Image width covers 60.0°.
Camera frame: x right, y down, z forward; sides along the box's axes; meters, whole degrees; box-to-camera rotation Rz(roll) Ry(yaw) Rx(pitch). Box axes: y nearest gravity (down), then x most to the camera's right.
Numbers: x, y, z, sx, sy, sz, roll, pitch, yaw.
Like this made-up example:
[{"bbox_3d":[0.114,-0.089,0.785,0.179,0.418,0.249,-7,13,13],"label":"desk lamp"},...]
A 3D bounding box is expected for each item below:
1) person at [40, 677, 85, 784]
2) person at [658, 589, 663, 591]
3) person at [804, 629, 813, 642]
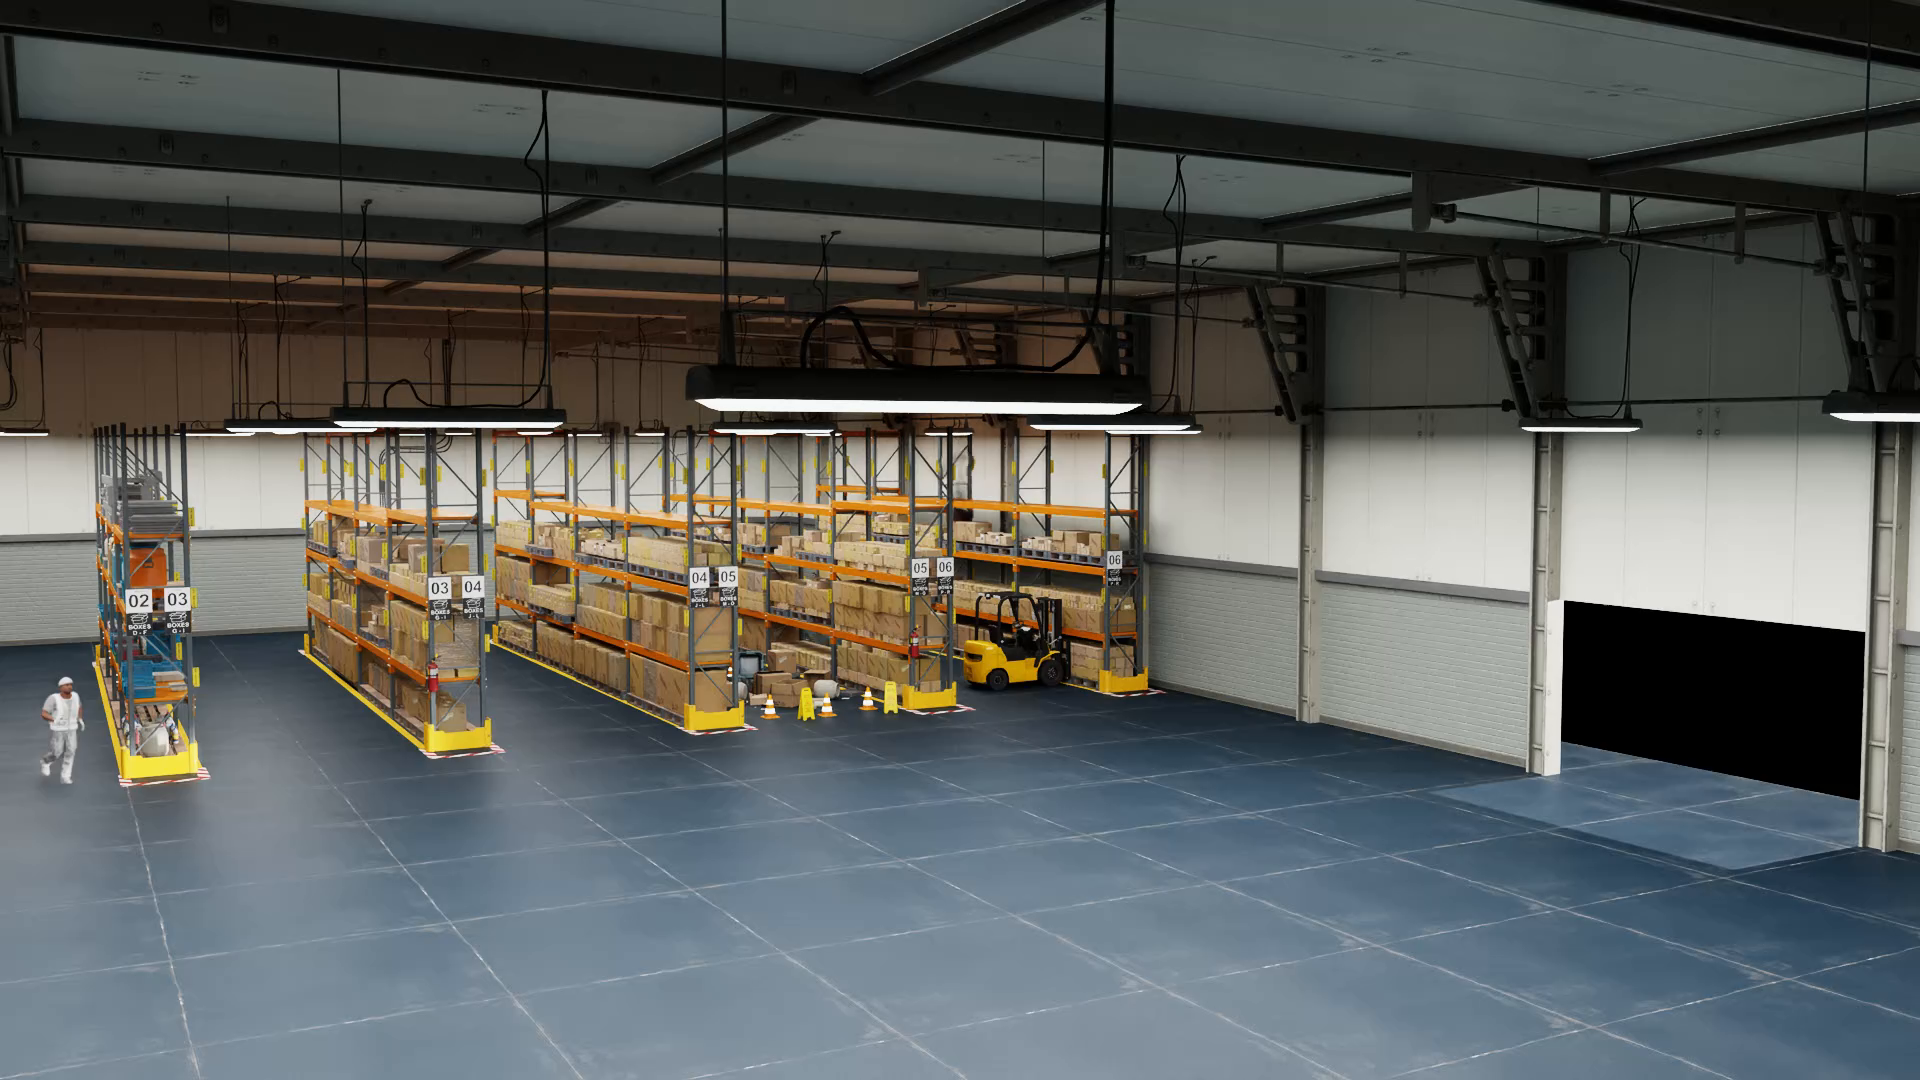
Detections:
[{"bbox_3d":[-14.968,3.161,27.769,0.820,1.752,0.724,2,4,33],"label":"person"},{"bbox_3d":[-9.306,1.739,52.297,0.535,1.588,0.891,3,5,42],"label":"person"},{"bbox_3d":[-4.211,2.096,45.706,0.701,1.755,1.116,-1,4,-21],"label":"person"}]
